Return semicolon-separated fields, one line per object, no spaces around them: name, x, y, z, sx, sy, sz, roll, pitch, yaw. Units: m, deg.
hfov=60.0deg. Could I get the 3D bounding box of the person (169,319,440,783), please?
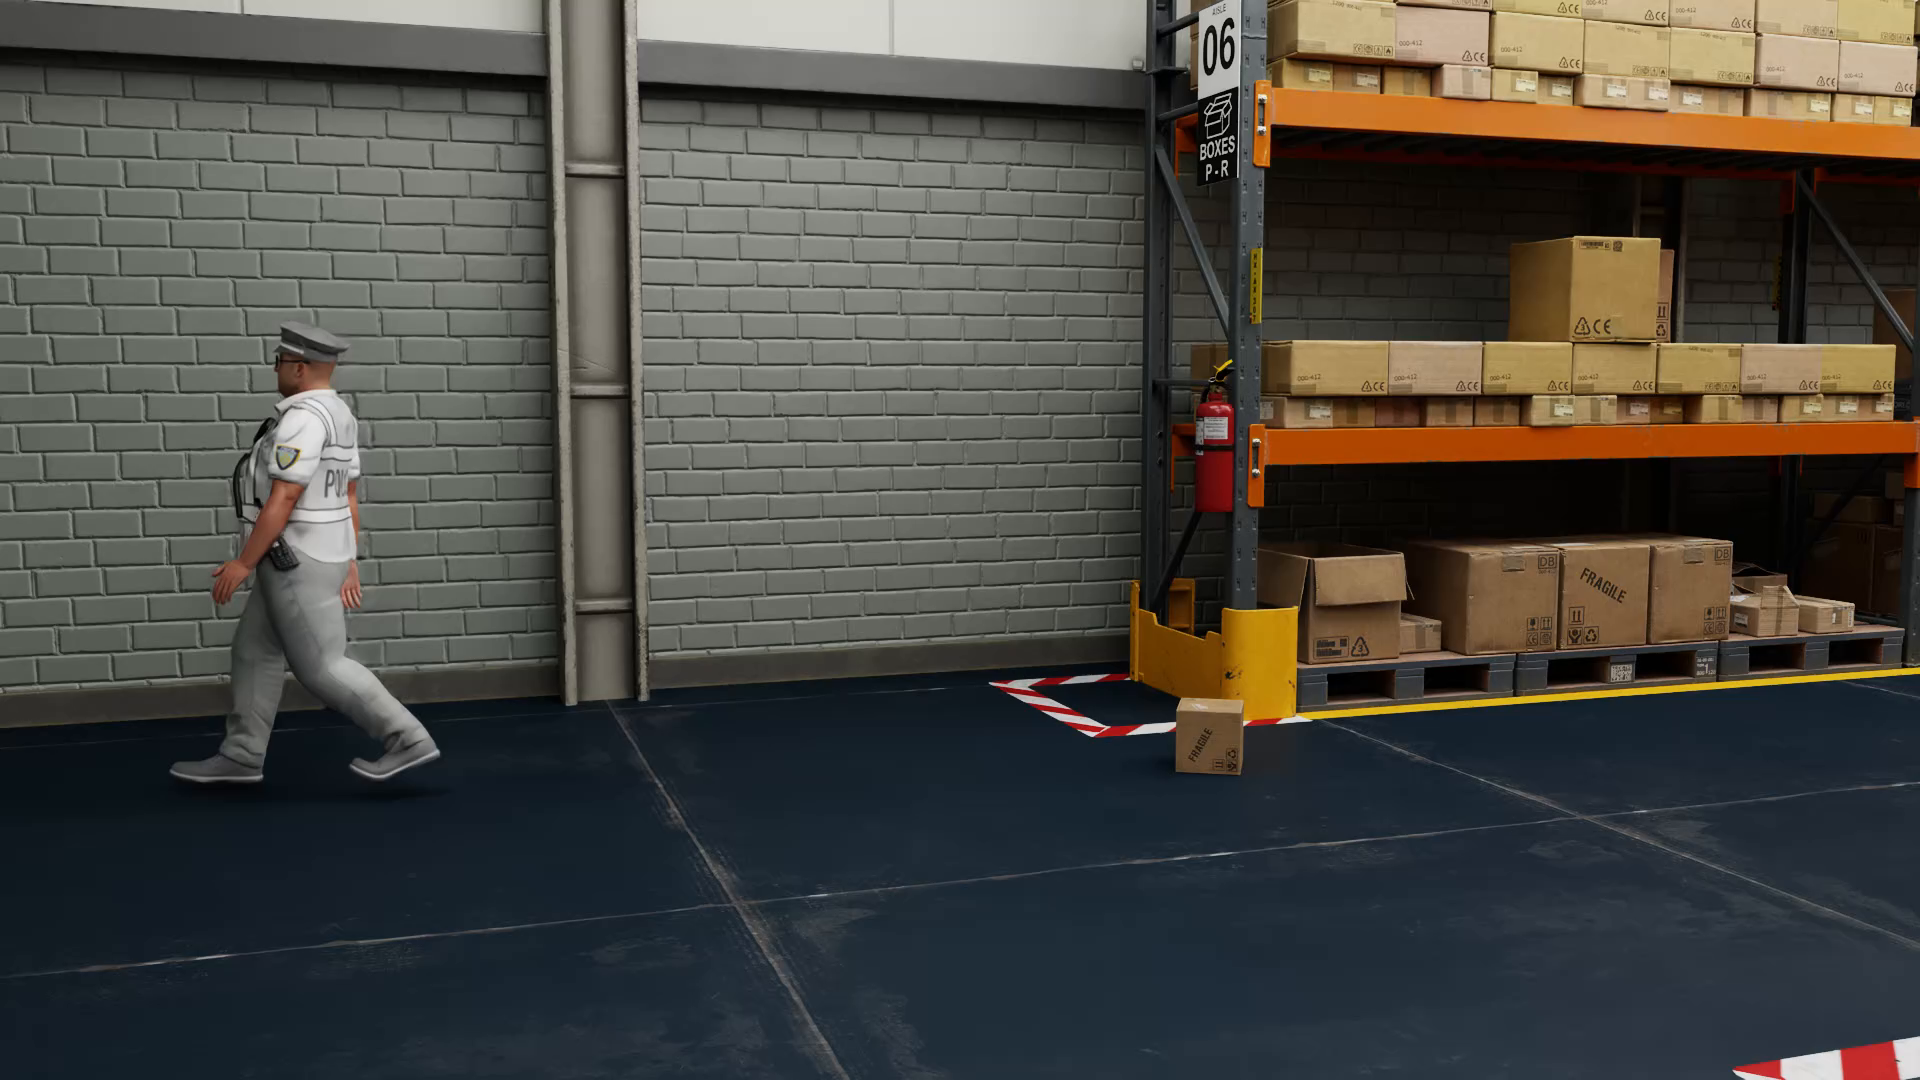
person;-2.436;0.061;6.068;0.988;1.725;0.542;-1;6;-9
